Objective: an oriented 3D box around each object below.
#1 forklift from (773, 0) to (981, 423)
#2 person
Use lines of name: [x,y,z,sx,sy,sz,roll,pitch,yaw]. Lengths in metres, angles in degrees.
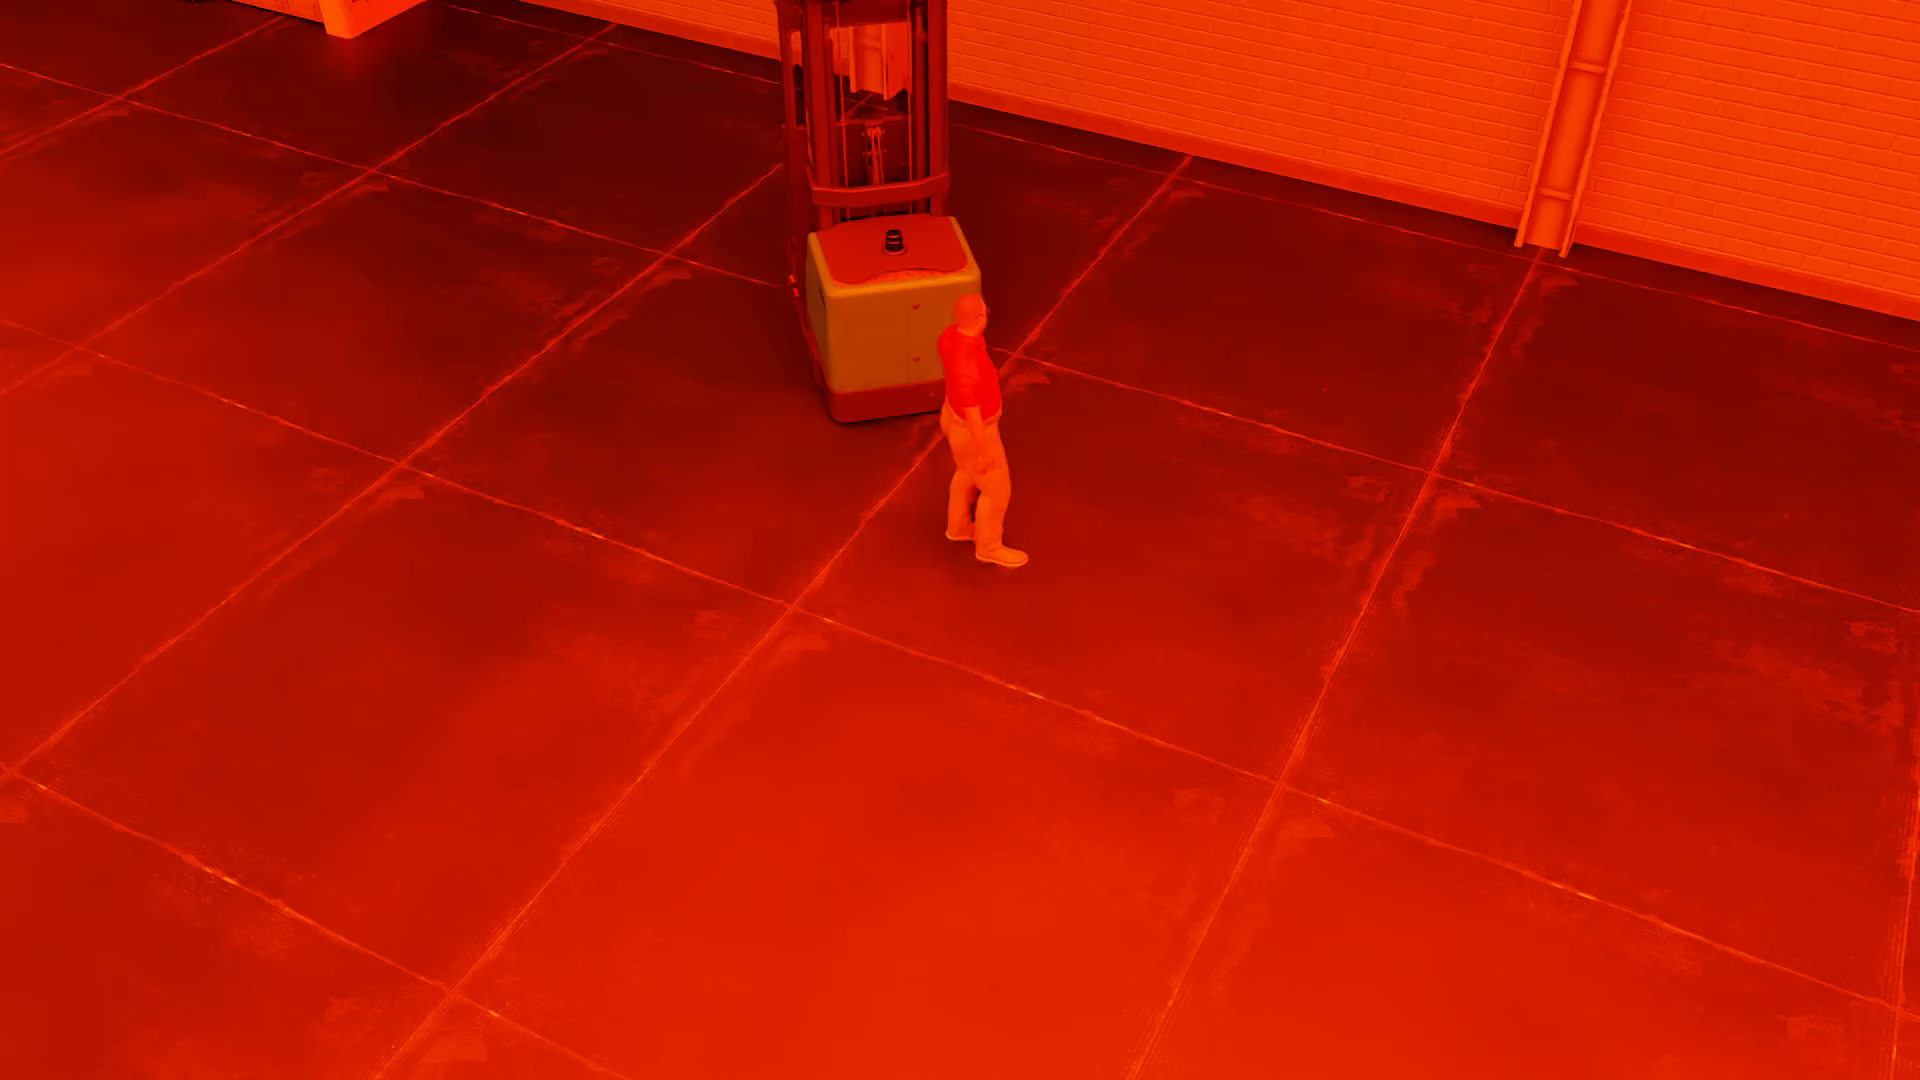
forklift: [-0.679,-2.860,11.382,1.130,2.935,3.031,-9,41,-10]
person: [0.115,-0.674,9.731,0.426,1.716,0.709,-12,42,-14]
